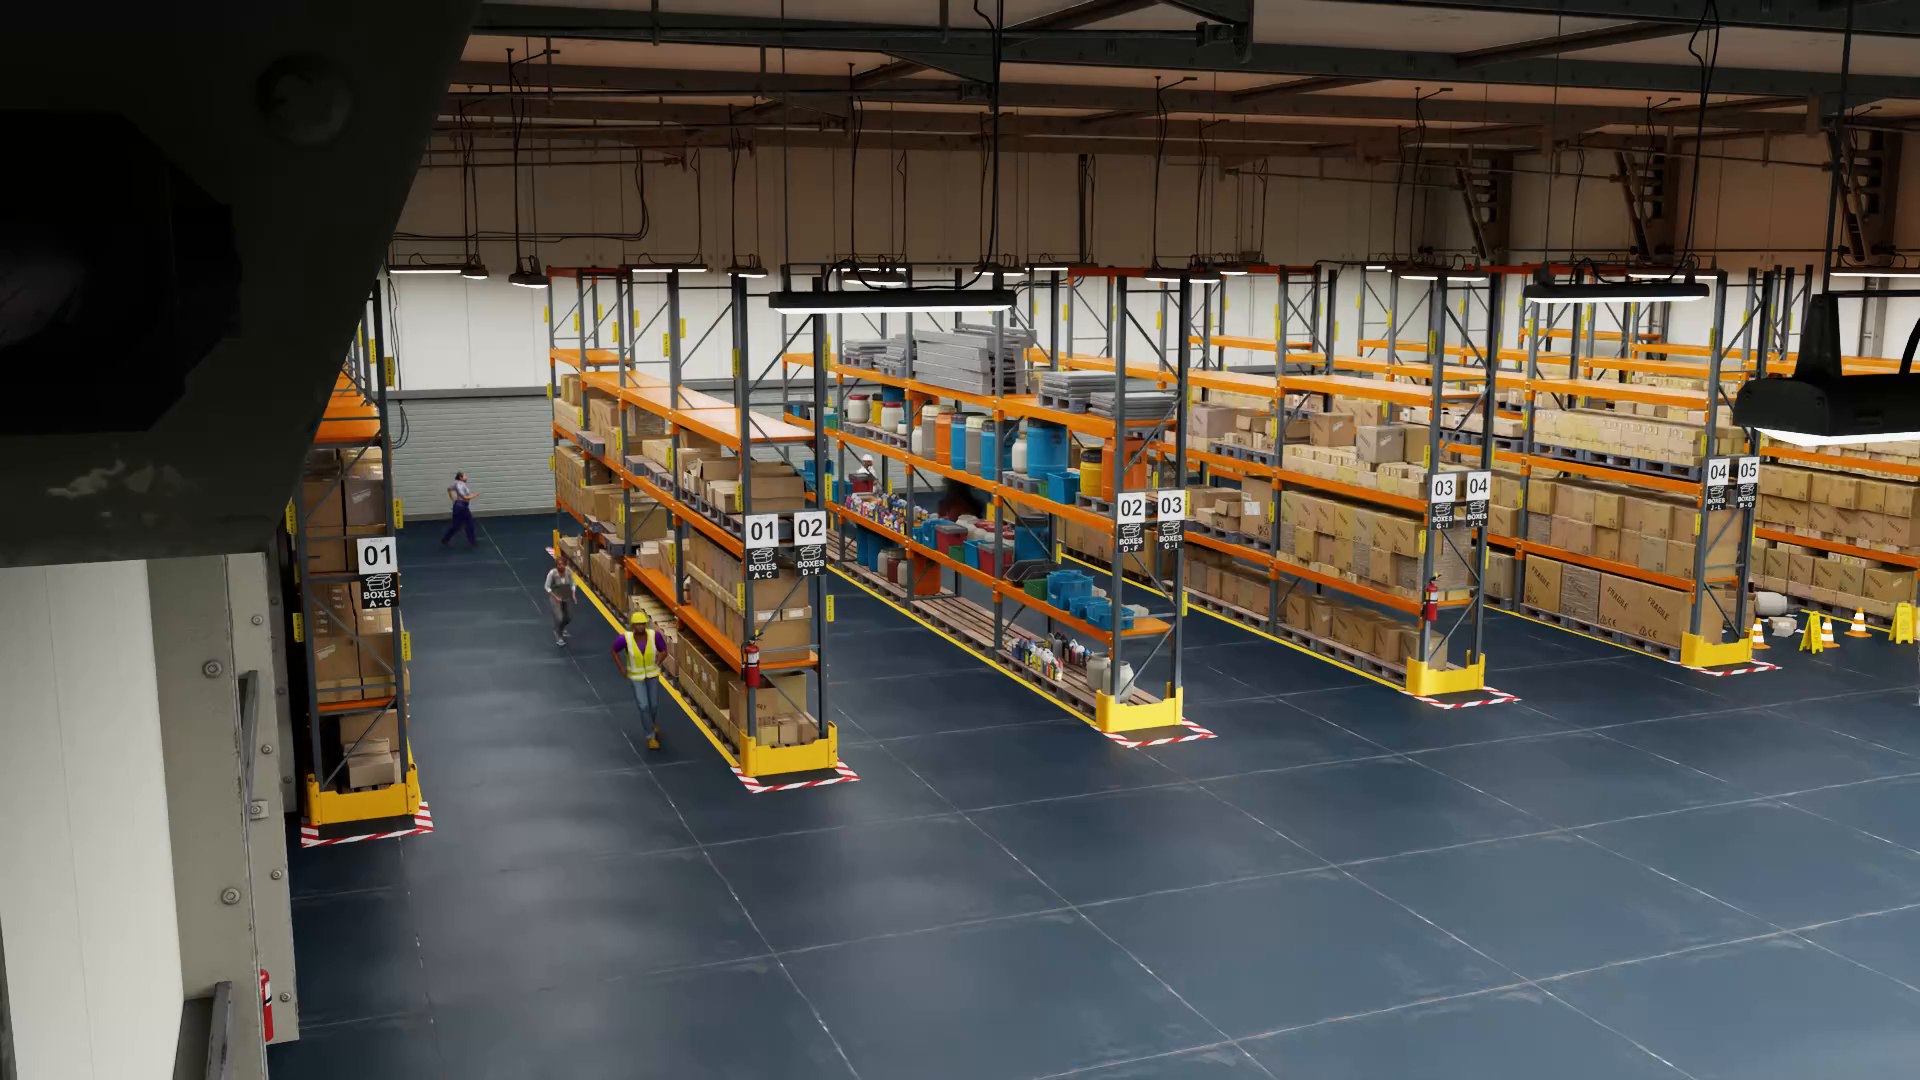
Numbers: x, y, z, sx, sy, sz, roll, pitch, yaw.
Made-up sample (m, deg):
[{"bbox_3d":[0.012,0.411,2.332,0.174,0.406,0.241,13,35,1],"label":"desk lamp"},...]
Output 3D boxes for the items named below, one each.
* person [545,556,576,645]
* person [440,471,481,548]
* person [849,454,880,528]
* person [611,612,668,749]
[{"bbox_3d":[-6.481,0.955,26.861,0.515,1.500,0.739,-7,12,-35],"label":"person"},{"bbox_3d":[-10.671,-0.629,35.457,0.836,1.696,0.591,-3,10,-18],"label":"person"},{"bbox_3d":[-2.057,-1.066,37.655,0.980,1.761,0.714,4,11,22],"label":"person"},{"bbox_3d":[-4.094,1.761,21.427,0.694,1.738,0.870,-5,11,-26],"label":"person"}]
